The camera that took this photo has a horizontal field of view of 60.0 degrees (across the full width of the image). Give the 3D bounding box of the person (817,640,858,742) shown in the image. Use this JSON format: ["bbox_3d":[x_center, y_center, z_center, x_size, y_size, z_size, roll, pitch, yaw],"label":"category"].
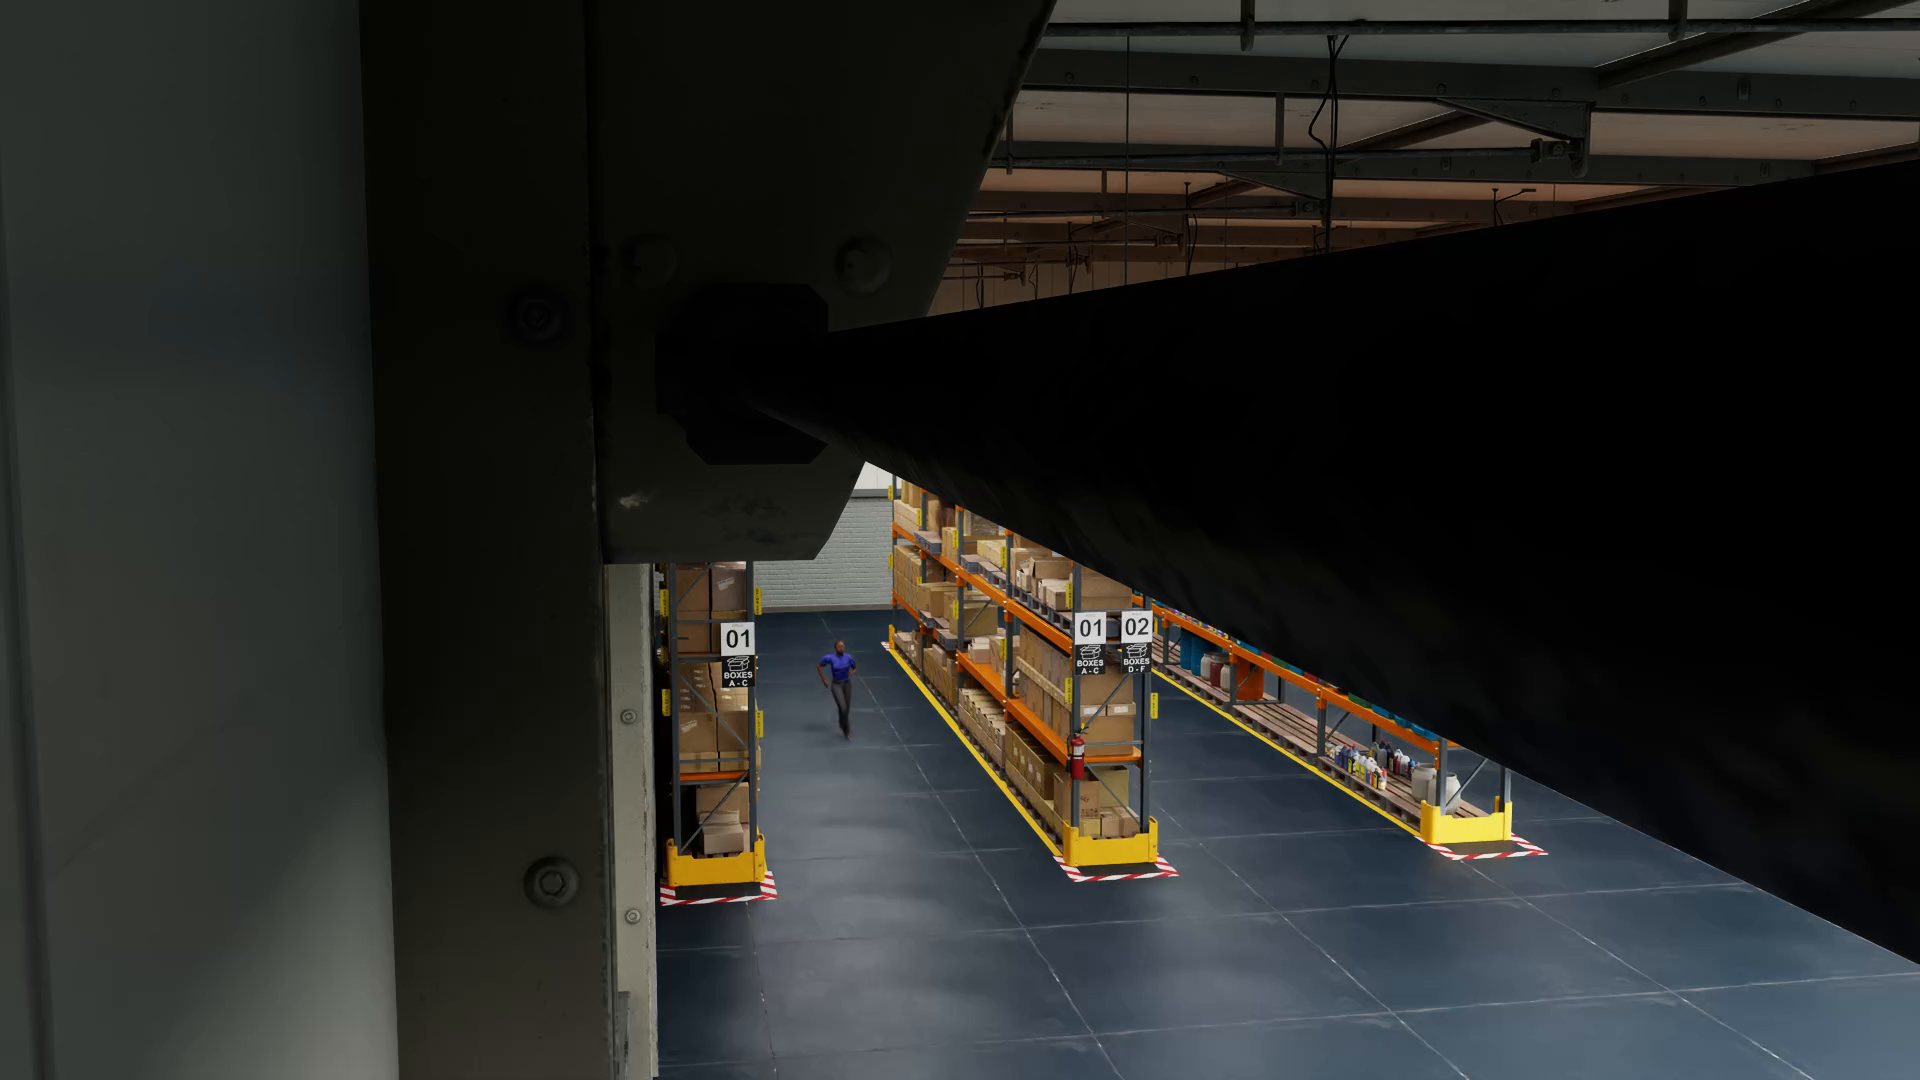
[{"bbox_3d":[-2.028,2.507,27.904,0.664,1.703,0.773,-3,7,-26],"label":"person"}]
